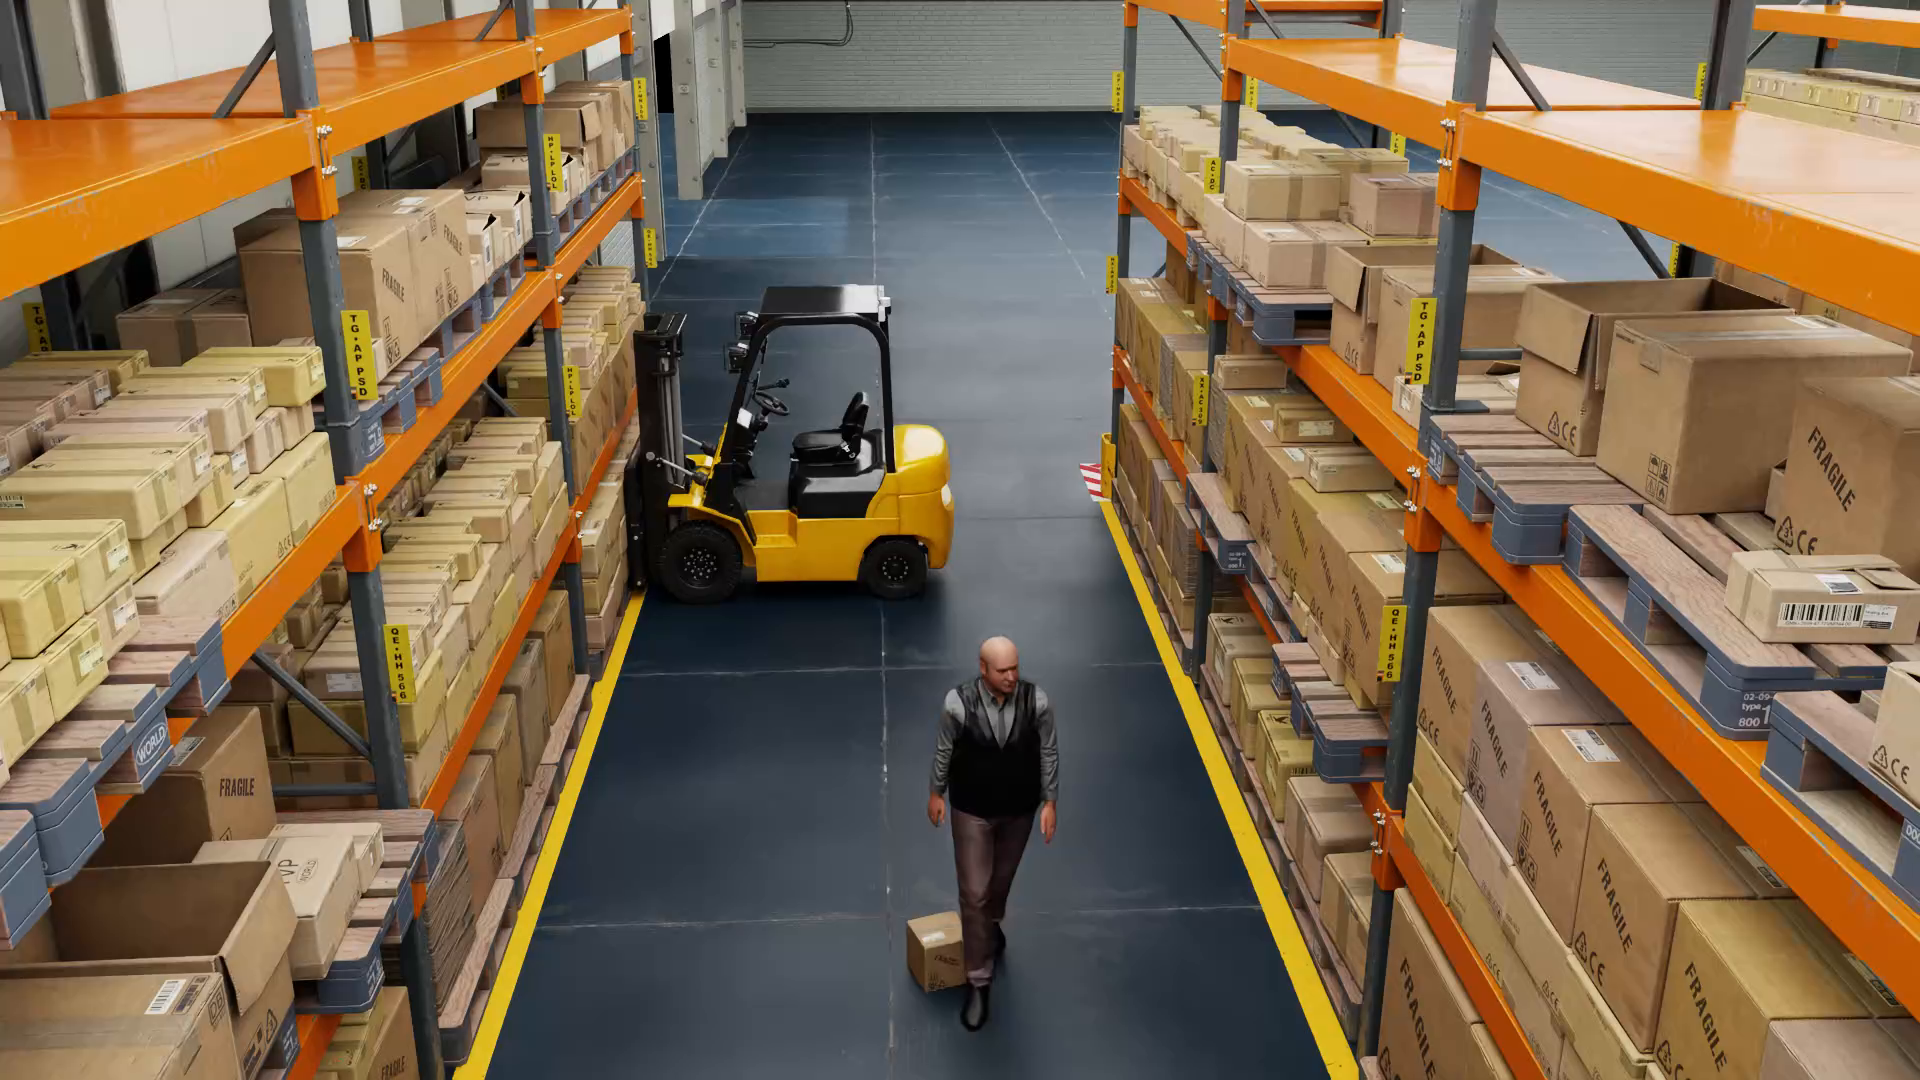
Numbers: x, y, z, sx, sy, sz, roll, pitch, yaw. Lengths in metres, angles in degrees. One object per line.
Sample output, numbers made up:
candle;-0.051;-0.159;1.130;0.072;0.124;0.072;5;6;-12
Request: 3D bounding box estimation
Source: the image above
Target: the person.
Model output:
person;0.181;1.271;7.676;0.590;1.729;0.828;-4;21;-12
